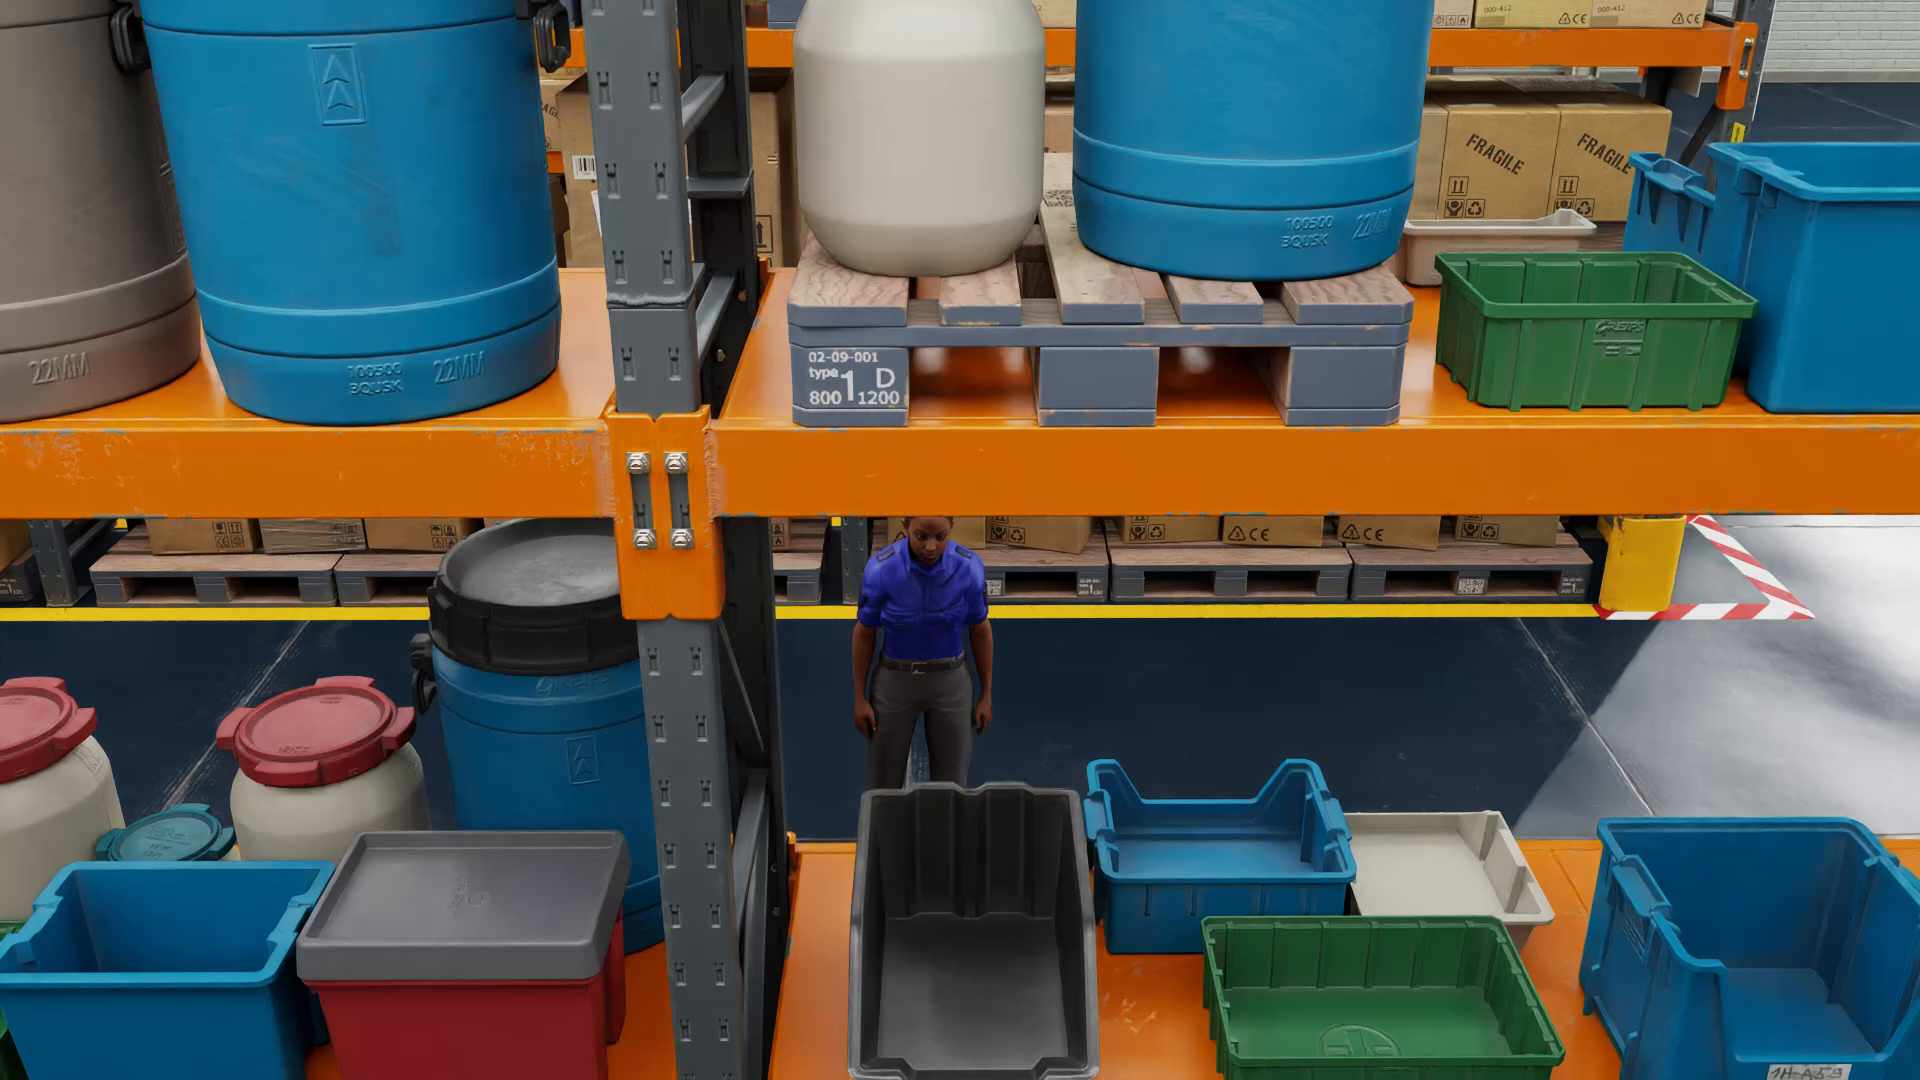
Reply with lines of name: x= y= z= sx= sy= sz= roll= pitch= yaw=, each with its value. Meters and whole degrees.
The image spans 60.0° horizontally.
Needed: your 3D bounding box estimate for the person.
person: x=-0.142 y=0.566 z=5.855 sx=0.531 sy=1.654 sz=0.403 roll=-2 pitch=24 yaw=-4
